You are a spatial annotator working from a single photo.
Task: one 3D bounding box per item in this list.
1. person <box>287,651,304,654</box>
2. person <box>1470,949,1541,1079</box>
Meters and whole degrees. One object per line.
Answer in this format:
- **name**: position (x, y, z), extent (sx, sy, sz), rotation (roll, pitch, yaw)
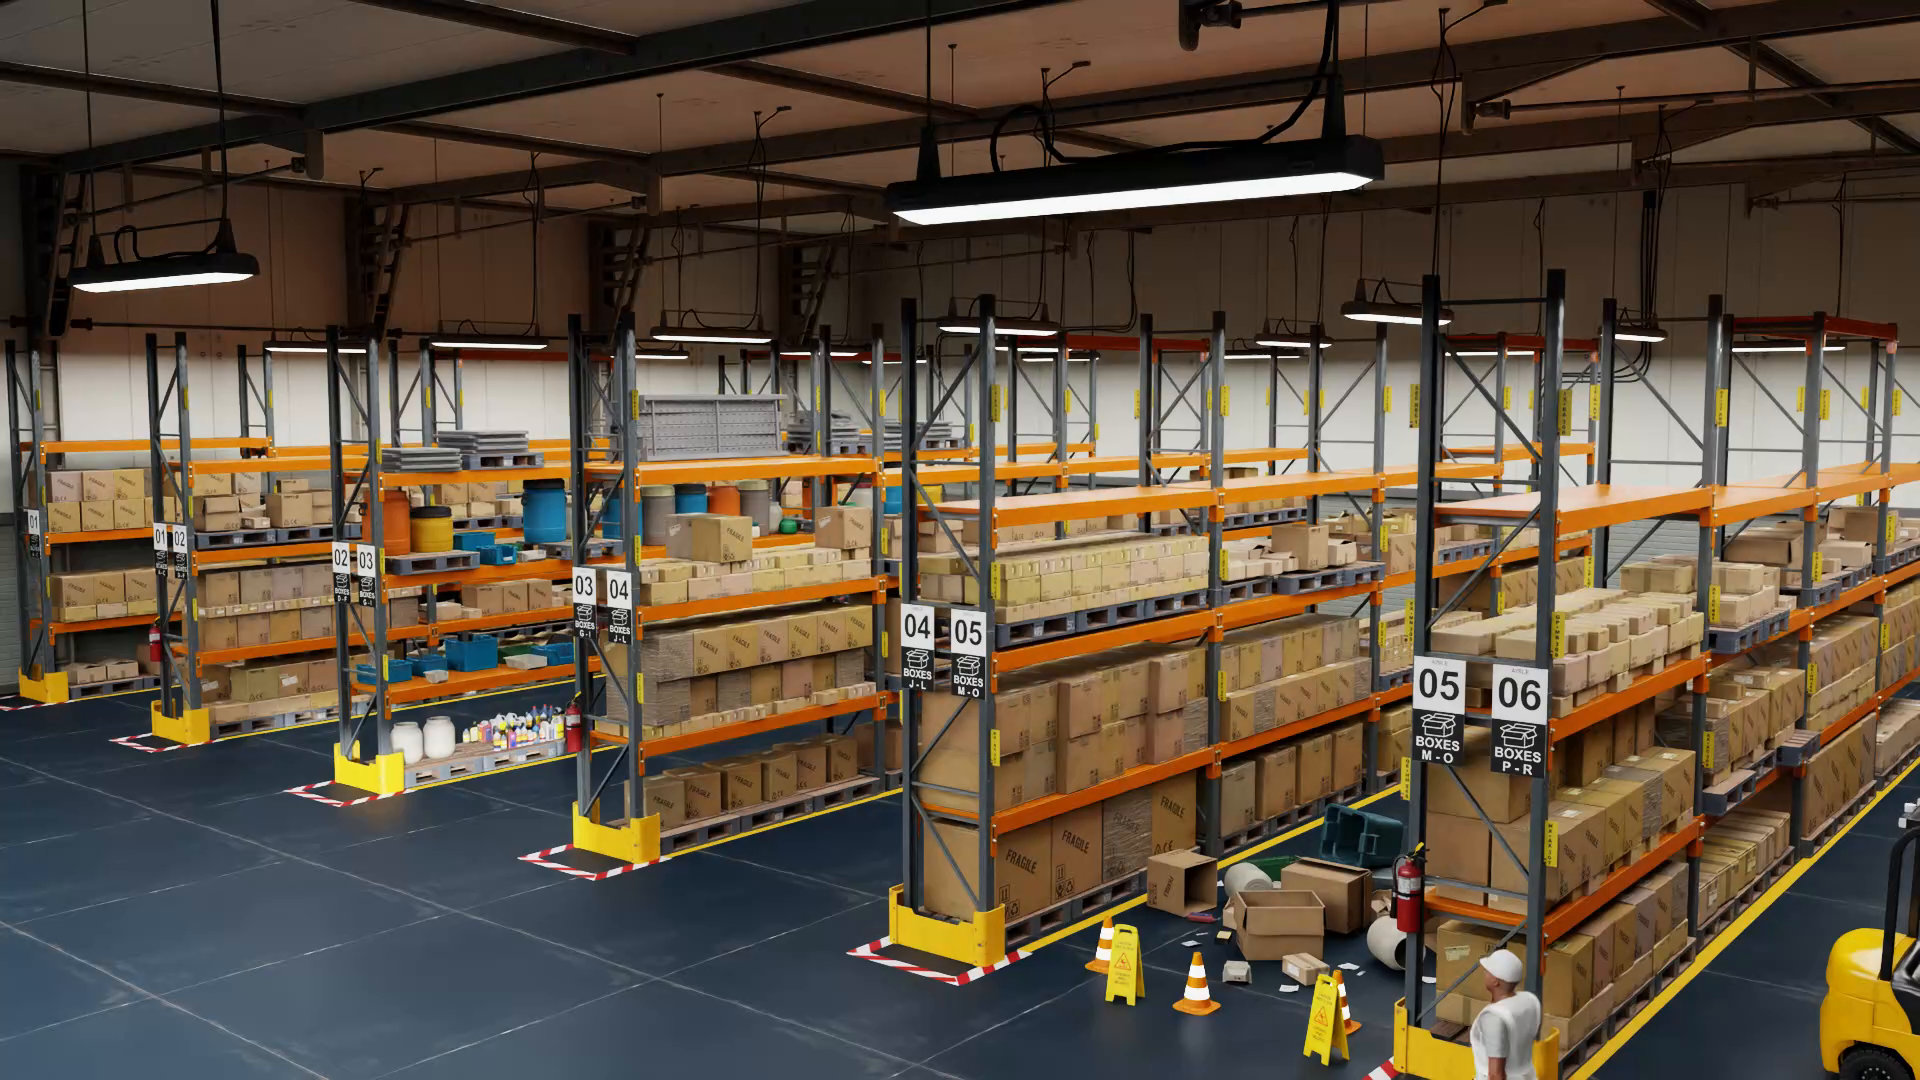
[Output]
- **person**: position (-11.151, 1.776, 28.106), extent (0.658, 1.745, 0.655), rotation (3, 6, 30)
- **person**: position (3.352, 3.378, 10.201), extent (1.065, 1.745, 0.558), rotation (4, 7, 41)
